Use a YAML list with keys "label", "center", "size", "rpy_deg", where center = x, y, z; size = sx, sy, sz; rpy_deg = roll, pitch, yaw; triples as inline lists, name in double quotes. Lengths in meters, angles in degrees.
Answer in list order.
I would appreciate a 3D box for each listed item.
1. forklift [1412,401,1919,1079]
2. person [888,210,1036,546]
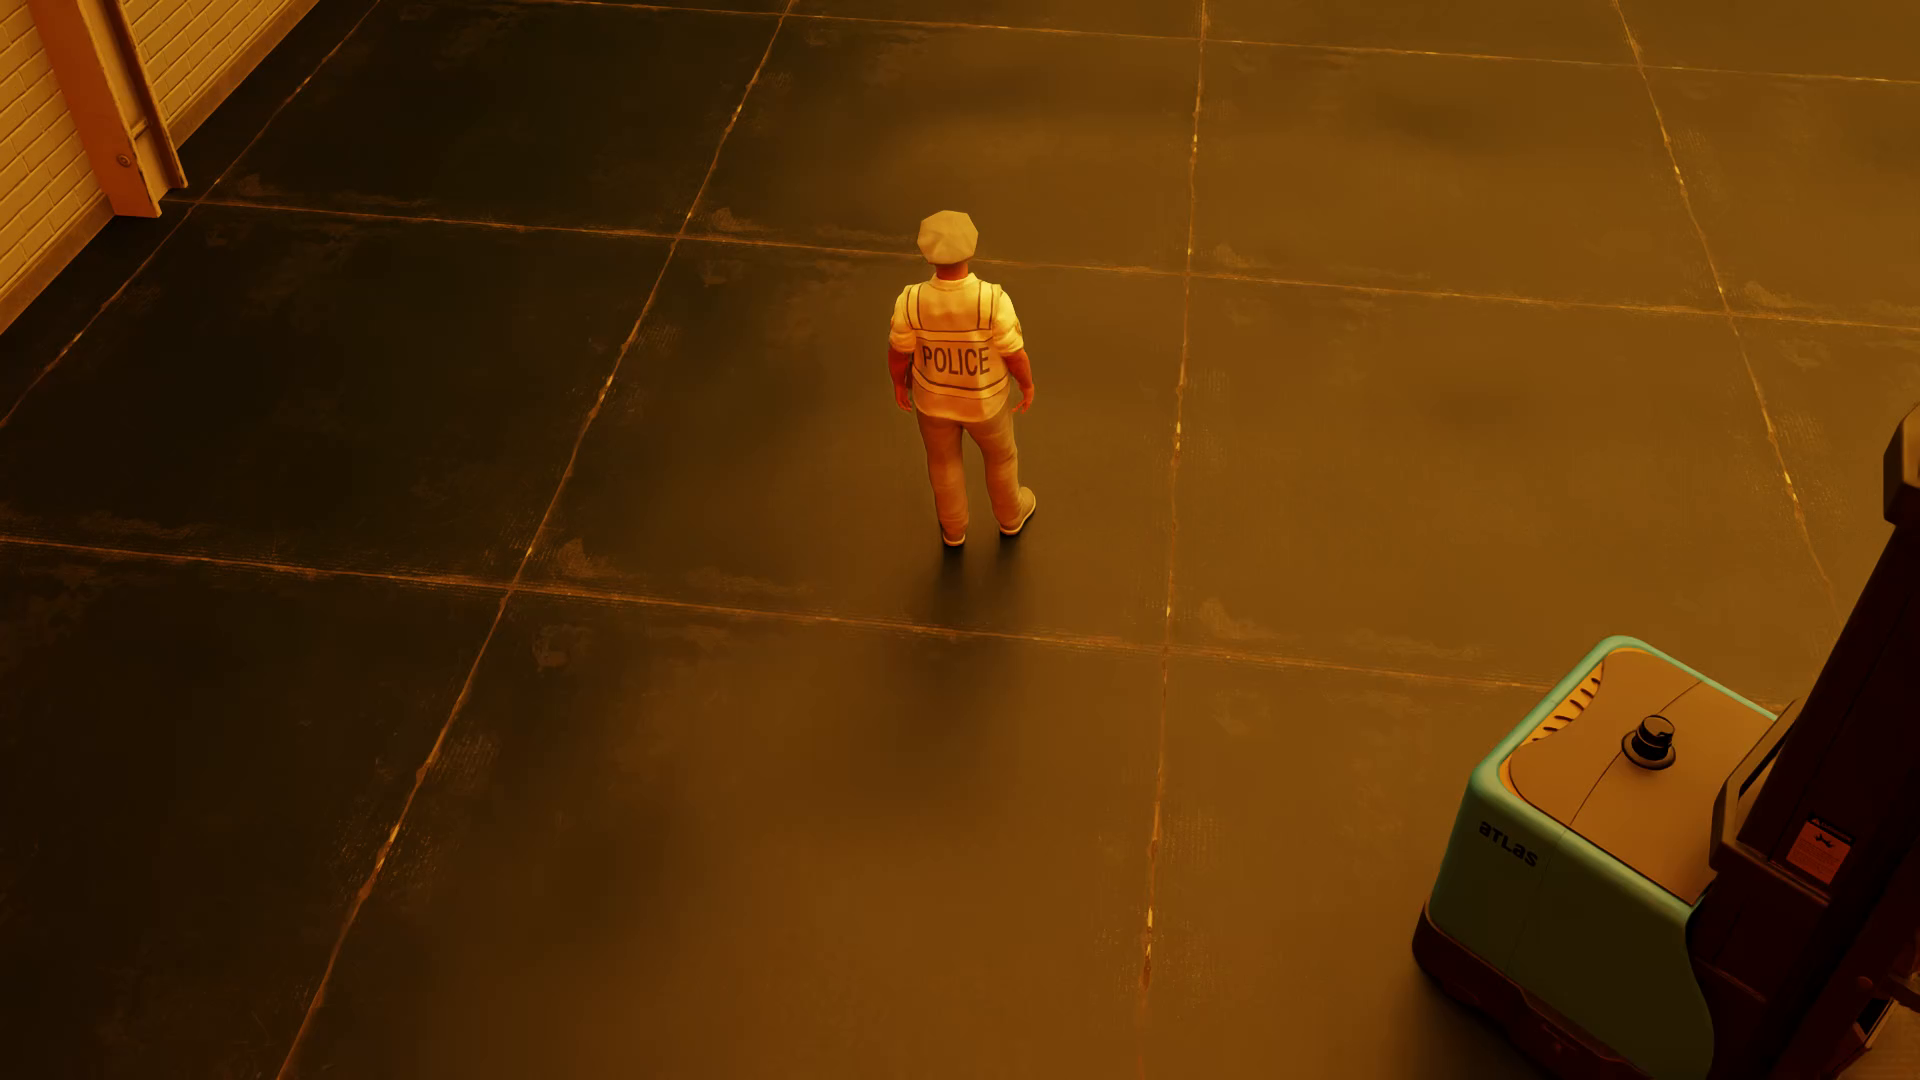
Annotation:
- label: "forklift"
  center: [3.066, 0.963, 4.676]
  size: [1.130, 2.935, 3.031]
  rpy_deg: [-34, 52, -31]
- label: "person"
  center: [0.023, -0.712, 7.339]
  size: [0.640, 1.781, 0.575]
  rpy_deg: [5, 43, 6]
